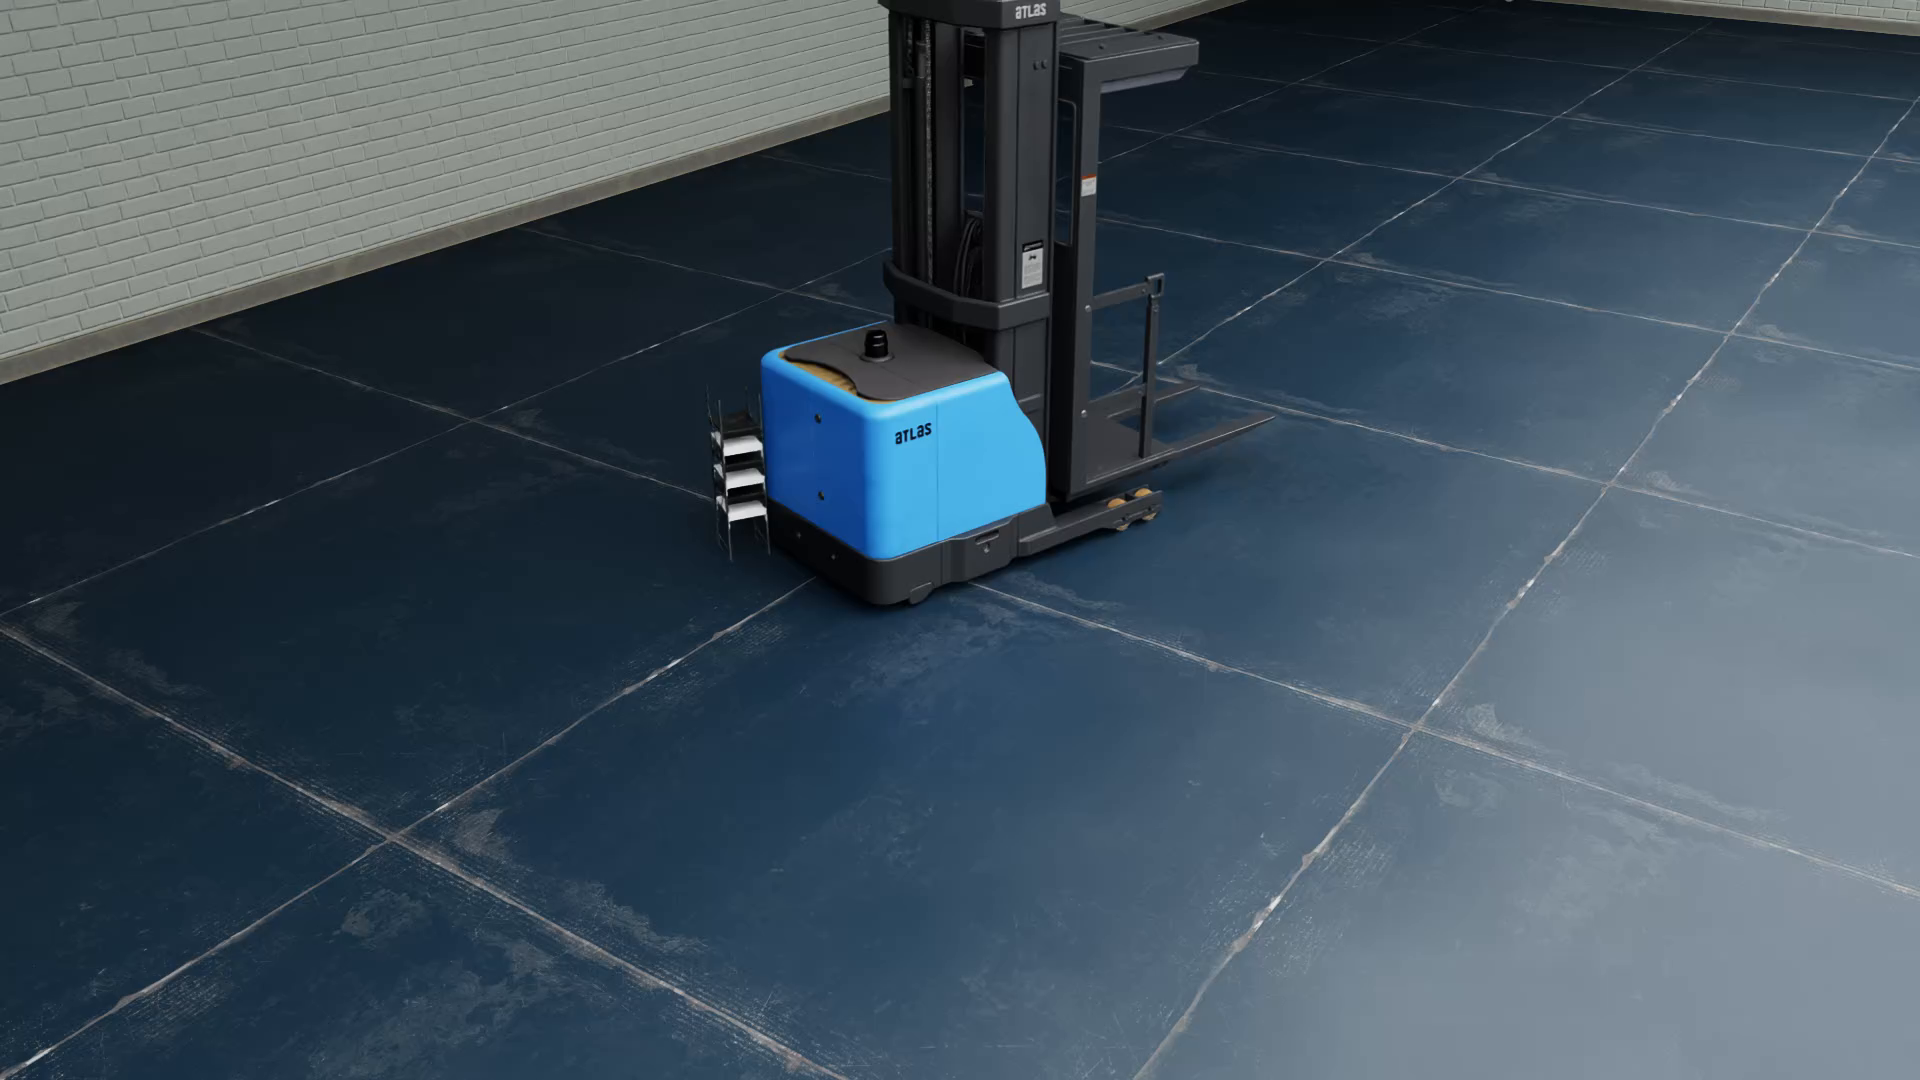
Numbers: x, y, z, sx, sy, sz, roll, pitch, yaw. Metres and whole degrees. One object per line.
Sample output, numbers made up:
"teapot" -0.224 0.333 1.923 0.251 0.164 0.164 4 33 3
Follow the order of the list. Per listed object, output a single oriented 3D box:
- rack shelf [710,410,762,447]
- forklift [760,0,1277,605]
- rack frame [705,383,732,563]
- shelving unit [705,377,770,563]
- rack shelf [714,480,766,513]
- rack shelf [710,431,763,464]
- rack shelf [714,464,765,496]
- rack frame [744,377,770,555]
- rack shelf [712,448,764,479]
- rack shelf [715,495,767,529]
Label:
"rack shelf" -1.129 -0.563 8.341 0.200 0.077 0.258 -12 29 -21
"forklift" 0.464 -1.526 8.516 3.031 2.935 1.130 -20 33 -34
"rack frame" -1.221 -0.333 8.412 0.006 0.900 0.240 -12 29 -21
"shelving unit" -1.128 -0.352 8.448 0.210 0.900 0.258 -12 29 -21
"rack shelf" -1.127 -0.242 8.504 0.200 0.077 0.258 -12 29 -21
"rack shelf" -1.128 -0.483 8.382 0.200 0.077 0.258 -12 29 -21
"rack shelf" -1.128 -0.322 8.464 0.200 0.077 0.258 -12 29 -21
"rack frame" -1.035 -0.371 8.485 0.006 0.900 0.240 -12 29 -21
"rack shelf" -1.128 -0.402 8.423 0.200 0.077 0.258 -12 29 -21
"rack shelf" -1.127 -0.162 8.545 0.200 0.077 0.258 -12 29 -21
